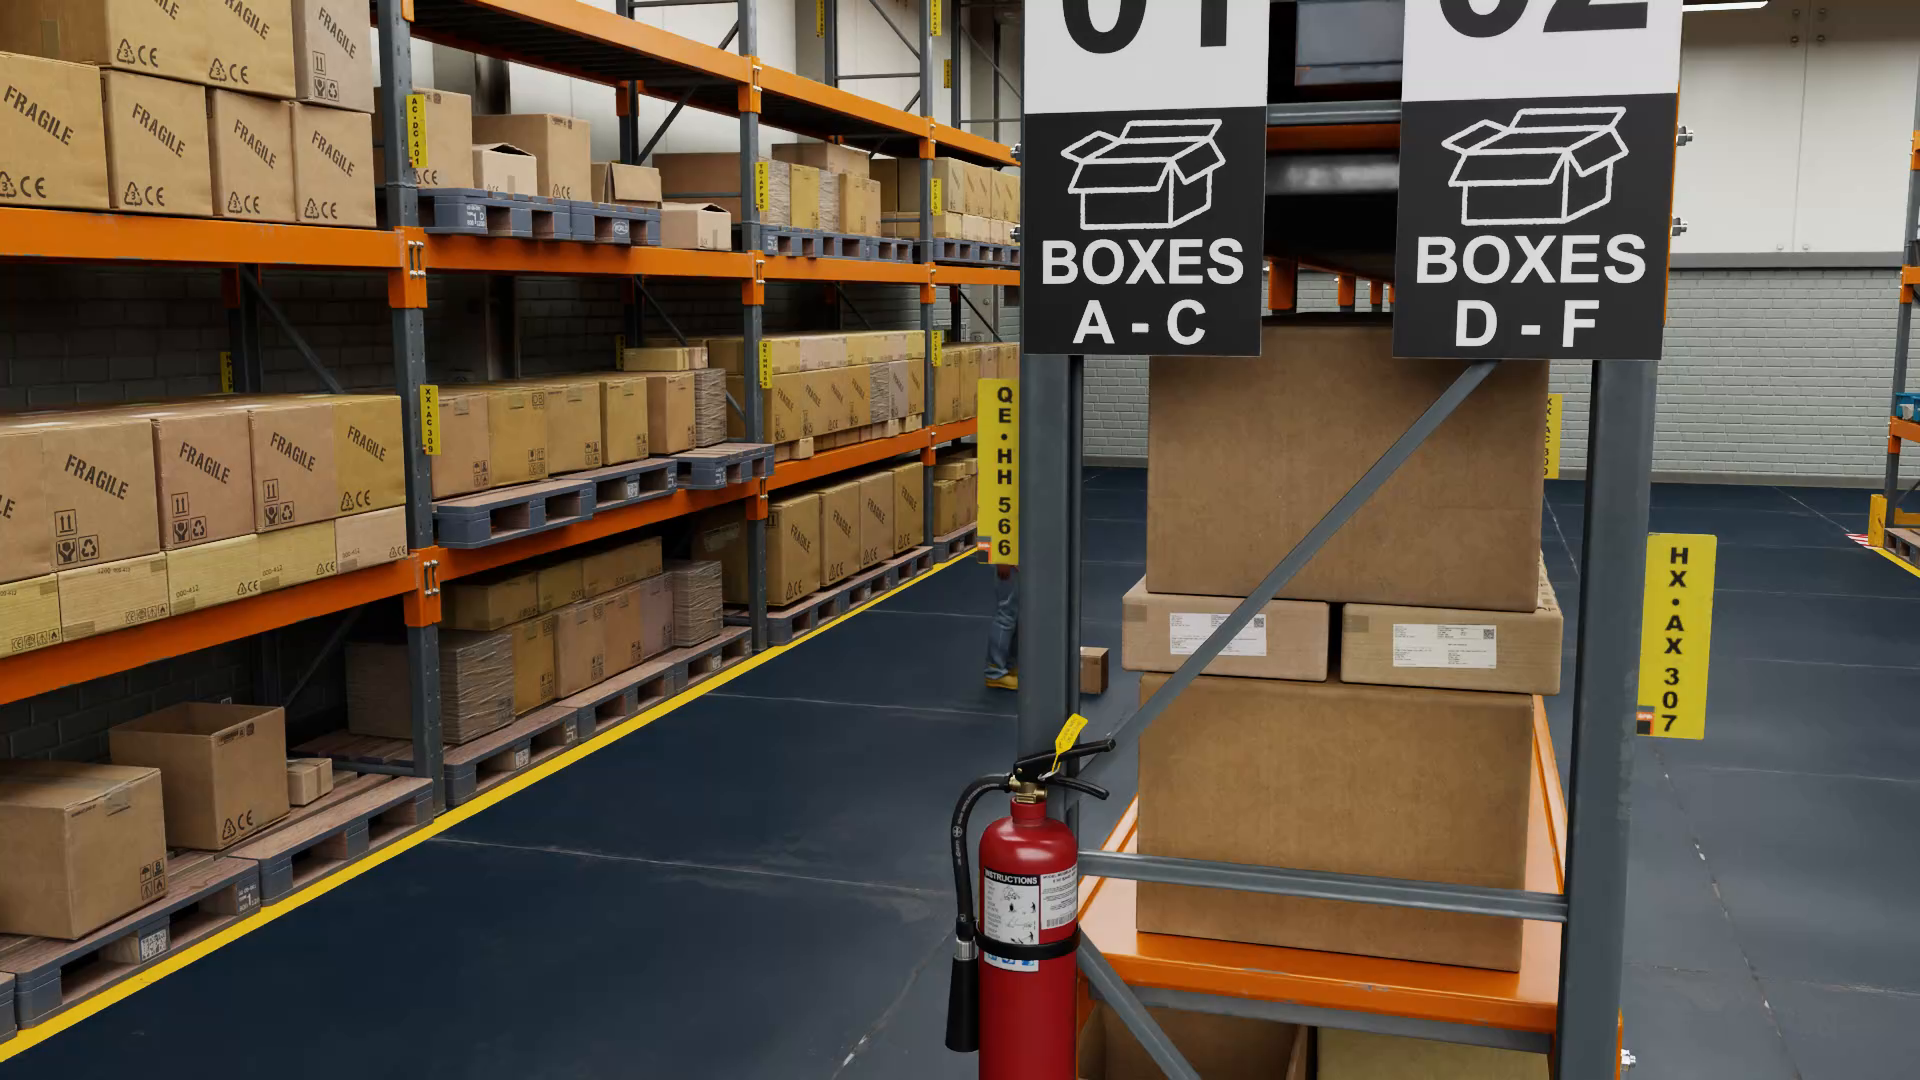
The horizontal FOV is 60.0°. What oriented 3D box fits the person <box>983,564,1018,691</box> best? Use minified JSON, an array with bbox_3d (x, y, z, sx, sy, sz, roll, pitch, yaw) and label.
[{"bbox_3d":[0.334,0.071,10.778,0.356,1.759,0.563,3,9,17],"label":"person"}]
